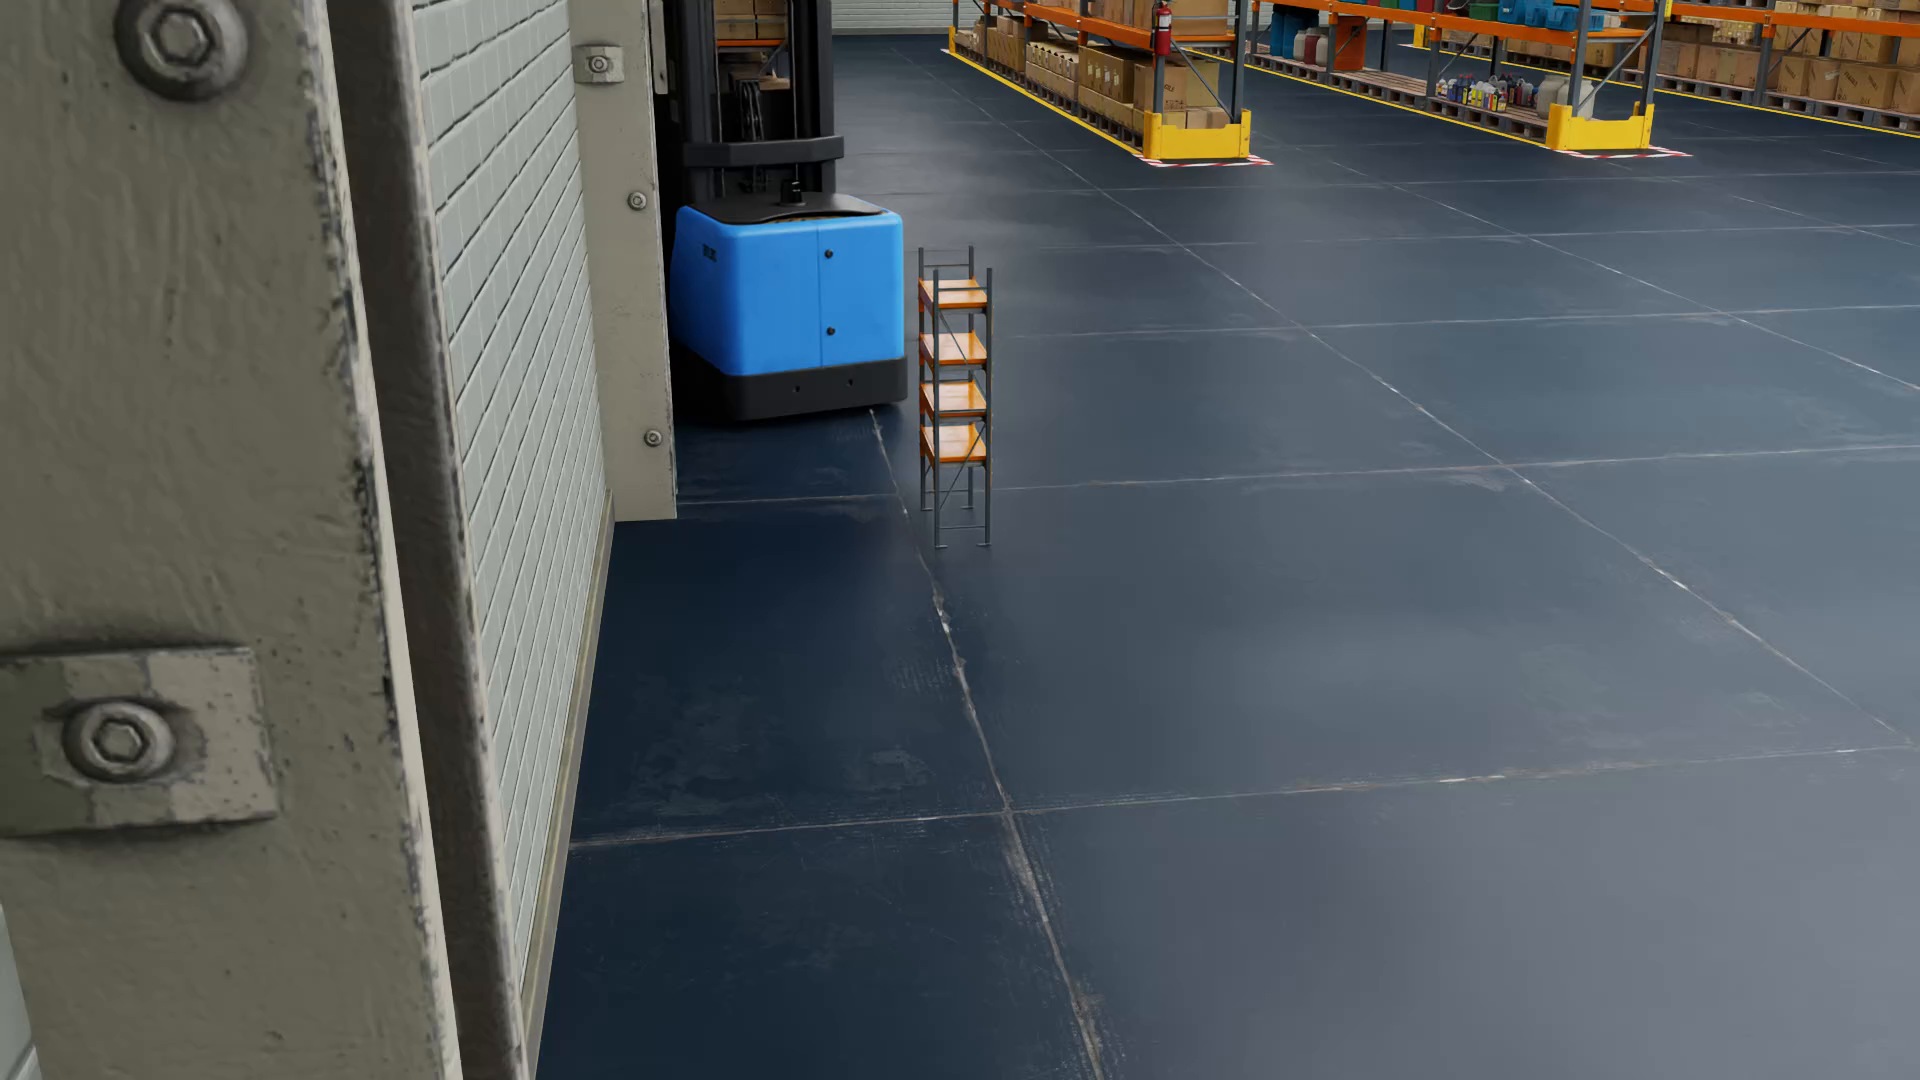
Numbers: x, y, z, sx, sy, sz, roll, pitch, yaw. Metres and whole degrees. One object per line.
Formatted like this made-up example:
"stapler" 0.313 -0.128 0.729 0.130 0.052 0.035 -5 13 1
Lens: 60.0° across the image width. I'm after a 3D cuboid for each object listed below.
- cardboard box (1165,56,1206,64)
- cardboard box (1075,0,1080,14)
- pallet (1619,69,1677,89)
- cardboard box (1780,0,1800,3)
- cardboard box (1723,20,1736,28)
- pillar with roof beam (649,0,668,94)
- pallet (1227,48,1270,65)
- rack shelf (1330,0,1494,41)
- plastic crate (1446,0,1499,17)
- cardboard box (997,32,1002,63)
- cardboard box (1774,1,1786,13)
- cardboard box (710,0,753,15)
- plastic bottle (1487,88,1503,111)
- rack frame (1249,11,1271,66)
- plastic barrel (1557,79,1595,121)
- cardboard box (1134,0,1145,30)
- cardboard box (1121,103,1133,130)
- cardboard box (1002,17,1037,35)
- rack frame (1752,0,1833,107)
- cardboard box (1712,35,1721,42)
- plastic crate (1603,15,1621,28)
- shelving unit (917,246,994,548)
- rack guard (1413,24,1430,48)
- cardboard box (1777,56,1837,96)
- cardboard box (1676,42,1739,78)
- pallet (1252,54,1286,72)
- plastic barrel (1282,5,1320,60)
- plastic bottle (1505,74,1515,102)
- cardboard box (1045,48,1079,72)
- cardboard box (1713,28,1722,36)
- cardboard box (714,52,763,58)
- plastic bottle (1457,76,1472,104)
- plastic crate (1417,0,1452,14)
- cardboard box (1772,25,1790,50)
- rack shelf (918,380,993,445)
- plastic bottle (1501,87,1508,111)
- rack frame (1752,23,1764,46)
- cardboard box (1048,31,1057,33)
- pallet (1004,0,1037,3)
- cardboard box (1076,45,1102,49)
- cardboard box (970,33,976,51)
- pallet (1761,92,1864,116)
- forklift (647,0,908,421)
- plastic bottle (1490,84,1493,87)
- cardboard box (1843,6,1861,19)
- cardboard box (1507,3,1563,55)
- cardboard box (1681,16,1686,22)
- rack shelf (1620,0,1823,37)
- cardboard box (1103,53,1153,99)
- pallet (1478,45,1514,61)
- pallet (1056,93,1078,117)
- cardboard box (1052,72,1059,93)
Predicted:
"cardboard box" 2.656 -5.572 20.106 0.500 0.500 0.500 -3 21 -8
"cardboard box" 1.787 -7.387 22.899 0.396 0.266 0.258 -3 21 -9
"pallet" 11.433 -7.461 26.891 1.003 0.211 1.213 -3 21 -8
"cardboard box" 11.902 -7.680 22.925 0.875 0.500 0.500 -3 21 -8
"cardboard box" 15.280 -10.154 32.740 0.380 0.149 0.250 -2 21 -6
"pillar with roof beam" 1.939 -6.668 12.207 9.100 9.000 0.400 -3 21 -8
"pallet" 5.700 -9.120 31.331 1.003 0.211 1.213 -3 21 -8
"rack shelf" 6.709 -7.759 24.731 1.077 0.370 4.000 -3 21 -8
"plastic crate" 6.947 -7.187 22.259 0.767 0.338 0.504 -3 21 -8
"cardboard box" 0.923 -8.422 28.423 0.500 0.500 0.500 -3 21 -7
"cardboard box" 11.632 -7.446 23.224 0.380 0.149 0.250 -3 21 -8
"cardboard box" -2.508 -5.962 18.005 0.500 0.500 0.500 -3 21 -8
"plastic bottle" 6.866 -5.651 21.323 0.152 0.276 0.135 -3 21 -7
"rack frame" 5.844 -10.173 30.167 1.000 3.000 0.127 -3 21 -8
"plastic barrel" 7.404 -5.274 20.004 0.421 0.512 0.421 0 20 0
"cardboard box" 2.471 -6.333 19.742 0.700 0.500 0.500 -3 21 -7
"cardboard box" 2.218 -5.022 19.704 0.500 0.250 0.500 -3 21 -8
"cardboard box" 0.988 -8.611 27.857 0.500 0.250 0.500 -3 21 -9
"rack frame" 11.899 -7.653 23.420 1.000 3.000 0.127 -3 21 -8
"cardboard box" 15.125 -9.976 33.114 0.380 0.149 0.250 -3 21 -8
"plastic crate" 7.763 -6.221 19.962 0.298 0.136 0.250 -3 21 -8
"shelving unit" -0.024 -0.619 7.160 0.258 1.200 0.503 -3 21 -8
"rack guard" 10.165 -10.645 35.003 1.175 0.500 0.348 -3 21 -8
"cardboard box" 11.917 -6.538 23.407 0.500 0.500 0.500 -4 21 -9
"cardboard box" 11.620 -7.455 25.833 0.700 0.500 0.500 -1 21 -3
"pallet" 5.914 -8.598 29.934 1.003 0.211 1.213 -3 21 -8
"plastic barrel" 6.008 -8.953 29.298 0.600 0.901 0.708 -3 21 -8
"plastic bottle" 7.403 -6.094 22.401 0.144 0.351 0.185 -4 21 -10
"cardboard box" 1.534 -6.979 24.142 0.500 0.311 0.500 -3 21 -8
"cardboard box" 15.206 -10.096 33.009 0.380 0.149 0.250 -2 21 -6
"cardboard box" -3.168 -6.722 23.871 0.700 0.500 0.500 -3 21 -8
"plastic bottle" 6.730 -6.003 22.158 0.144 0.351 0.185 -4 21 -10
"plastic crate" 6.625 -7.586 23.147 0.402 0.464 0.583 -3 21 -8
"cardboard box" 15.512 -9.395 31.055 0.500 0.500 0.500 -2 21 -6
"rack shelf" -0.024 -0.556 7.183 0.258 0.148 0.480 -3 21 -8
"plastic bottle" 6.972 -5.660 21.337 0.061 0.283 0.133 -3 21 -8
"rack frame" 15.668 -10.638 31.412 1.000 3.000 0.127 -3 21 -8
"cardboard box" 1.432 -8.458 28.519 0.500 0.500 0.500 -3 21 -7
"pallet" 1.352 -8.681 26.446 1.213 0.211 1.003 -3 21 -8
"cardboard box" 1.989 -7.188 24.701 0.500 0.311 0.500 -3 21 -8
"cardboard box" 0.471 -9.314 31.080 0.500 0.311 0.500 -3 21 -8
"pallet" 12.030 -6.116 23.290 1.003 0.211 1.213 -3 21 -8
"forklift" -1.374 -2.470 9.639 1.130 2.935 3.031 -9 22 -24
"plastic bottle" 6.935 -5.837 21.820 0.152 0.276 0.135 -3 21 -8
"cardboard box" 11.861 -6.927 21.835 0.380 0.149 0.250 -3 21 -8
"cardboard box" 10.858 -9.404 30.543 1.225 0.875 0.875 -3 21 -8
"cardboard box" 15.017 -10.700 34.201 0.380 0.149 0.250 -4 21 -10
"rack shelf" 11.610 -8.009 25.400 1.077 0.370 4.000 -3 21 -8
"cardboard box" 2.071 -5.719 20.499 0.500 0.500 0.500 -3 21 -8
"pallet" 10.713 -9.384 32.039 1.003 0.211 1.213 -3 21 -8
"pallet" 1.950 -6.102 23.251 1.003 0.211 1.213 -3 21 -8
"cardboard box" 1.603 -6.545 23.782 0.500 0.250 0.500 -2 21 -7
